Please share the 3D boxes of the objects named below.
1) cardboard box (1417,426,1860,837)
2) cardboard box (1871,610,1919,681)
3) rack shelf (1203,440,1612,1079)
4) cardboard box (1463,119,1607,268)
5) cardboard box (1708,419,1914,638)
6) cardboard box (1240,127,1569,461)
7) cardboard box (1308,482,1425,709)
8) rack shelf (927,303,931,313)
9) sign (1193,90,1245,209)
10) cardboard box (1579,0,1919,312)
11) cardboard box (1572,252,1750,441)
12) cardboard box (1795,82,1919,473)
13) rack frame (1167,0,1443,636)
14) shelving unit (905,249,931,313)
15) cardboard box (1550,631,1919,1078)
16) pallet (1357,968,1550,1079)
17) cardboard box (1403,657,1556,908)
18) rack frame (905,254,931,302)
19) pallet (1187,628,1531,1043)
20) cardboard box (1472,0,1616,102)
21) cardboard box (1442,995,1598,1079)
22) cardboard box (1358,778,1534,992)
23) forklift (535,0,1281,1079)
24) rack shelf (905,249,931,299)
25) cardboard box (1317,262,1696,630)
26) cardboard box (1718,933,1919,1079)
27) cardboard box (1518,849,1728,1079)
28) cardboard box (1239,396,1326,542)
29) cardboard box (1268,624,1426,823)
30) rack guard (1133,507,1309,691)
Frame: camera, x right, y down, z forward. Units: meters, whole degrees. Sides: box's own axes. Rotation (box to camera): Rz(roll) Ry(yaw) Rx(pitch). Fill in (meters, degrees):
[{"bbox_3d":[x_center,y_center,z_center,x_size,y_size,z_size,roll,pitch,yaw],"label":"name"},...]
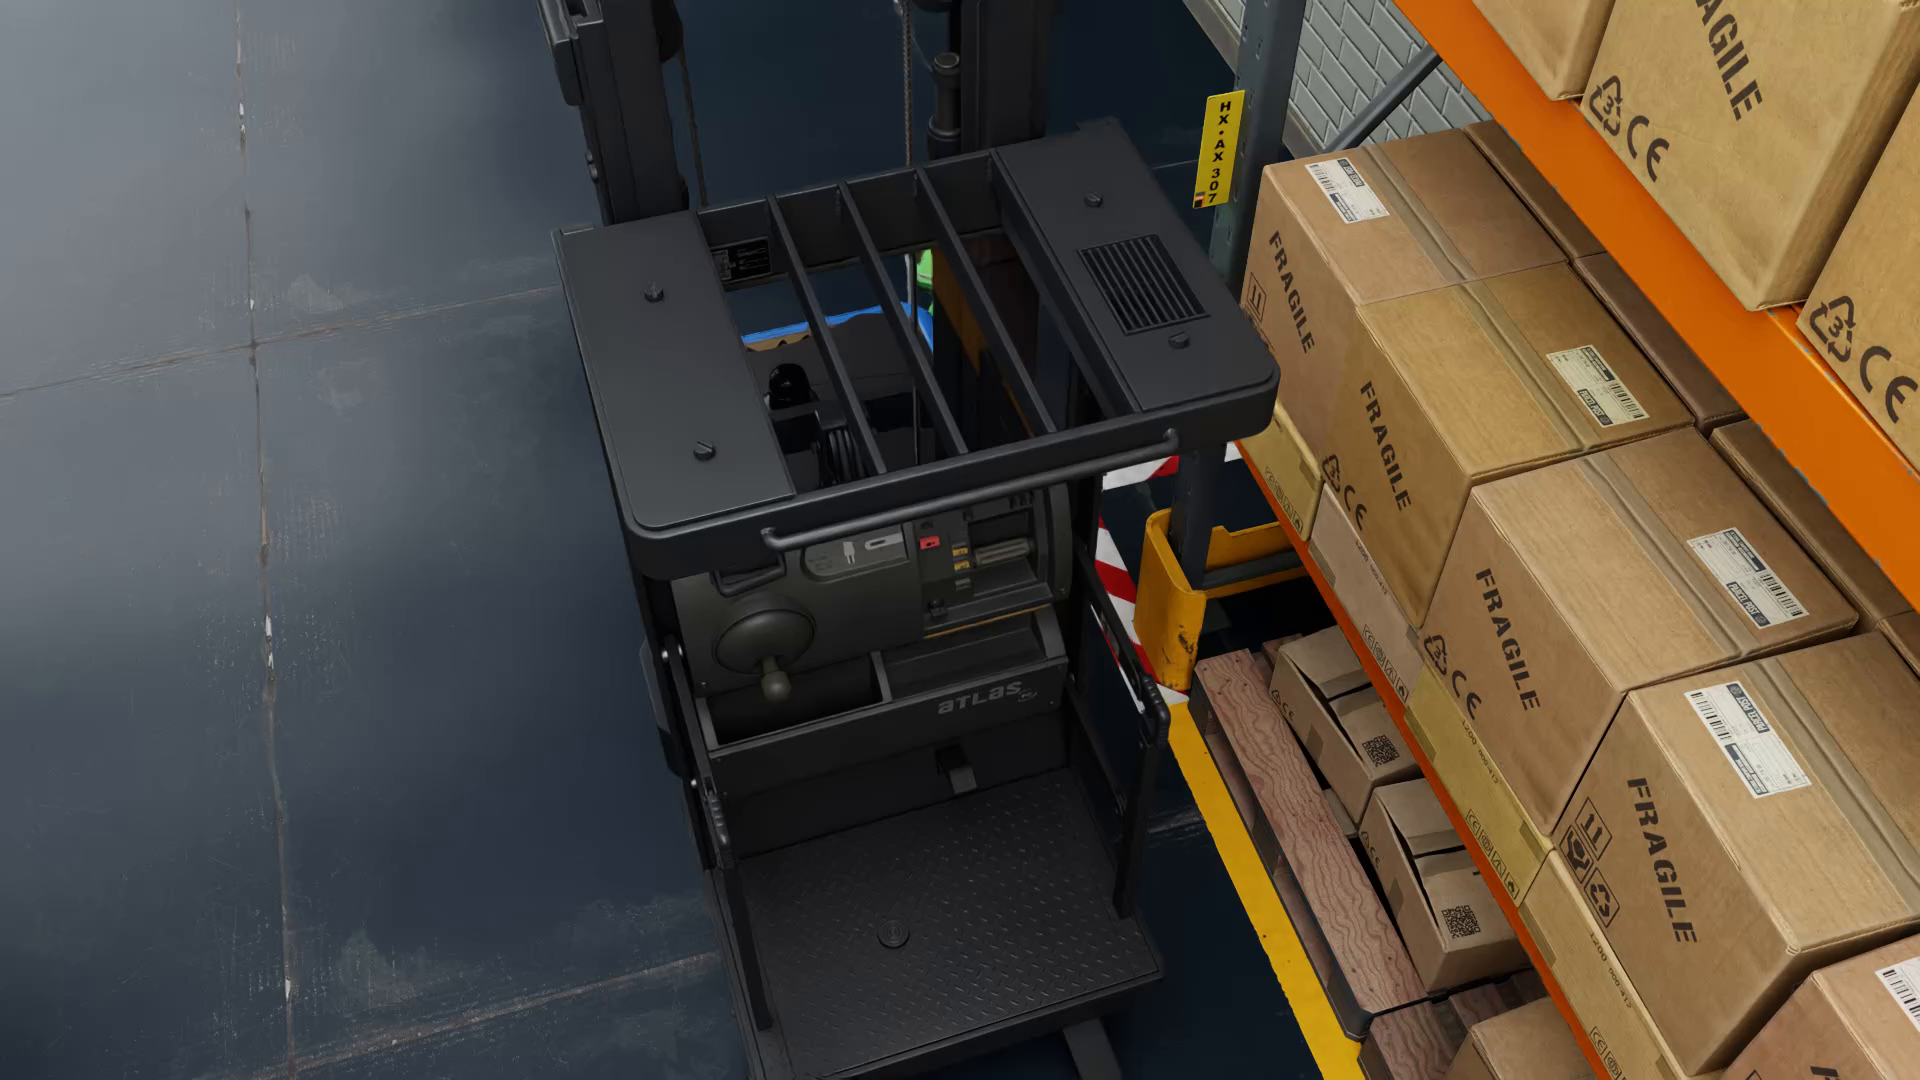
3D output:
[{"bbox_3d":[1.282,0.176,3.234,0.500,0.500,0.500,-15,51,-12],"label":"cardboard box"},{"bbox_3d":[1.932,0.428,3.022,0.500,0.500,0.500,-13,51,-10],"label":"cardboard box"},{"bbox_3d":[1.736,0.910,3.492,1.077,0.370,4.000,-13,51,-11],"label":"rack shelf"},{"bbox_3d":[1.487,-0.687,3.961,0.500,0.500,0.500,-14,51,-11],"label":"cardboard box"},{"bbox_3d":[1.783,0.060,3.332,0.500,0.500,0.500,-15,51,-12],"label":"cardboard box"},{"bbox_3d":[0.999,-0.566,3.860,0.500,0.500,0.500,-13,51,-11],"label":"cardboard box"},{"bbox_3d":[1.153,0.063,3.820,0.500,0.250,0.500,-15,51,-12],"label":"cardboard box"},{"bbox_3d":[0.040,-0.724,5.345,0.258,0.148,0.480,16,52,13],"label":"rack shelf"},{"bbox_3d":[0.626,-0.939,4.014,0.100,0.325,0.005,-13,51,-11],"label":"sign"},{"bbox_3d":[1.287,-0.709,2.345,0.500,0.500,0.500,-11,51,-9],"label":"cardboard box"},{"bbox_3d":[1.626,-0.317,3.650,0.500,0.500,0.500,-13,51,-10],"label":"cardboard box"},{"bbox_3d":[1.465,-0.323,2.020,0.500,0.500,0.500,-10,51,-9],"label":"cardboard box"},{"bbox_3d":[1.145,-0.783,4.448,1.000,3.000,0.127,-13,51,-11],"label":"rack frame"},{"bbox_3d":[0.040,-0.610,5.480,0.258,1.200,0.503,16,52,13],"label":"shelving unit"},{"bbox_3d":[1.446,0.550,2.919,0.500,0.500,0.500,-12,51,-10],"label":"cardboard box"},{"bbox_3d":[1.731,1.662,4.211,1.003,0.211,1.213,-13,51,-11],"label":"pallet"},{"bbox_3d":[1.298,0.437,3.505,0.500,0.250,0.500,-14,51,-12],"label":"cardboard box"},{"bbox_3d":[-0.048,-0.436,5.333,0.240,1.200,0.015,16,52,13],"label":"rack frame"},{"bbox_3d":[1.374,0.773,4.961,1.003,0.211,1.213,-13,51,-11],"label":"pallet"},{"bbox_3d":[1.129,-1.087,2.664,0.500,0.500,0.500,-10,51,-9],"label":"cardboard box"},{"bbox_3d":[1.601,1.370,3.980,0.700,0.500,0.500,-16,52,-13],"label":"cardboard box"},{"bbox_3d":[1.432,0.884,4.514,0.500,0.311,0.500,-10,51,-8],"label":"cardboard box"},{"bbox_3d":[-0.120,0.202,3.662,1.130,2.935,3.031,-14,51,-12],"label":"forklift"},{"bbox_3d":[0.040,-0.879,5.162,0.258,0.148,0.480,16,52,13],"label":"rack shelf"},{"bbox_3d":[1.135,-0.203,3.554,0.500,0.500,0.500,-13,51,-11],"label":"cardboard box"},{"bbox_3d":[1.601,0.930,2.599,0.500,0.500,0.500,-15,51,-12],"label":"cardboard box"},{"bbox_3d":[1.445,0.806,3.193,0.500,0.250,0.500,-13,51,-11],"label":"cardboard box"},{"bbox_3d":[0.986,-0.313,4.137,0.500,0.250,0.500,-15,51,-12],"label":"cardboard box"},{"bbox_3d":[1.263,0.468,4.865,0.500,0.311,0.500,-19,52,-15],"label":"cardboard box"},{"bbox_3d":[1.167,0.078,5.357,1.175,0.500,0.348,-13,51,-11],"label":"rack guard"}]
